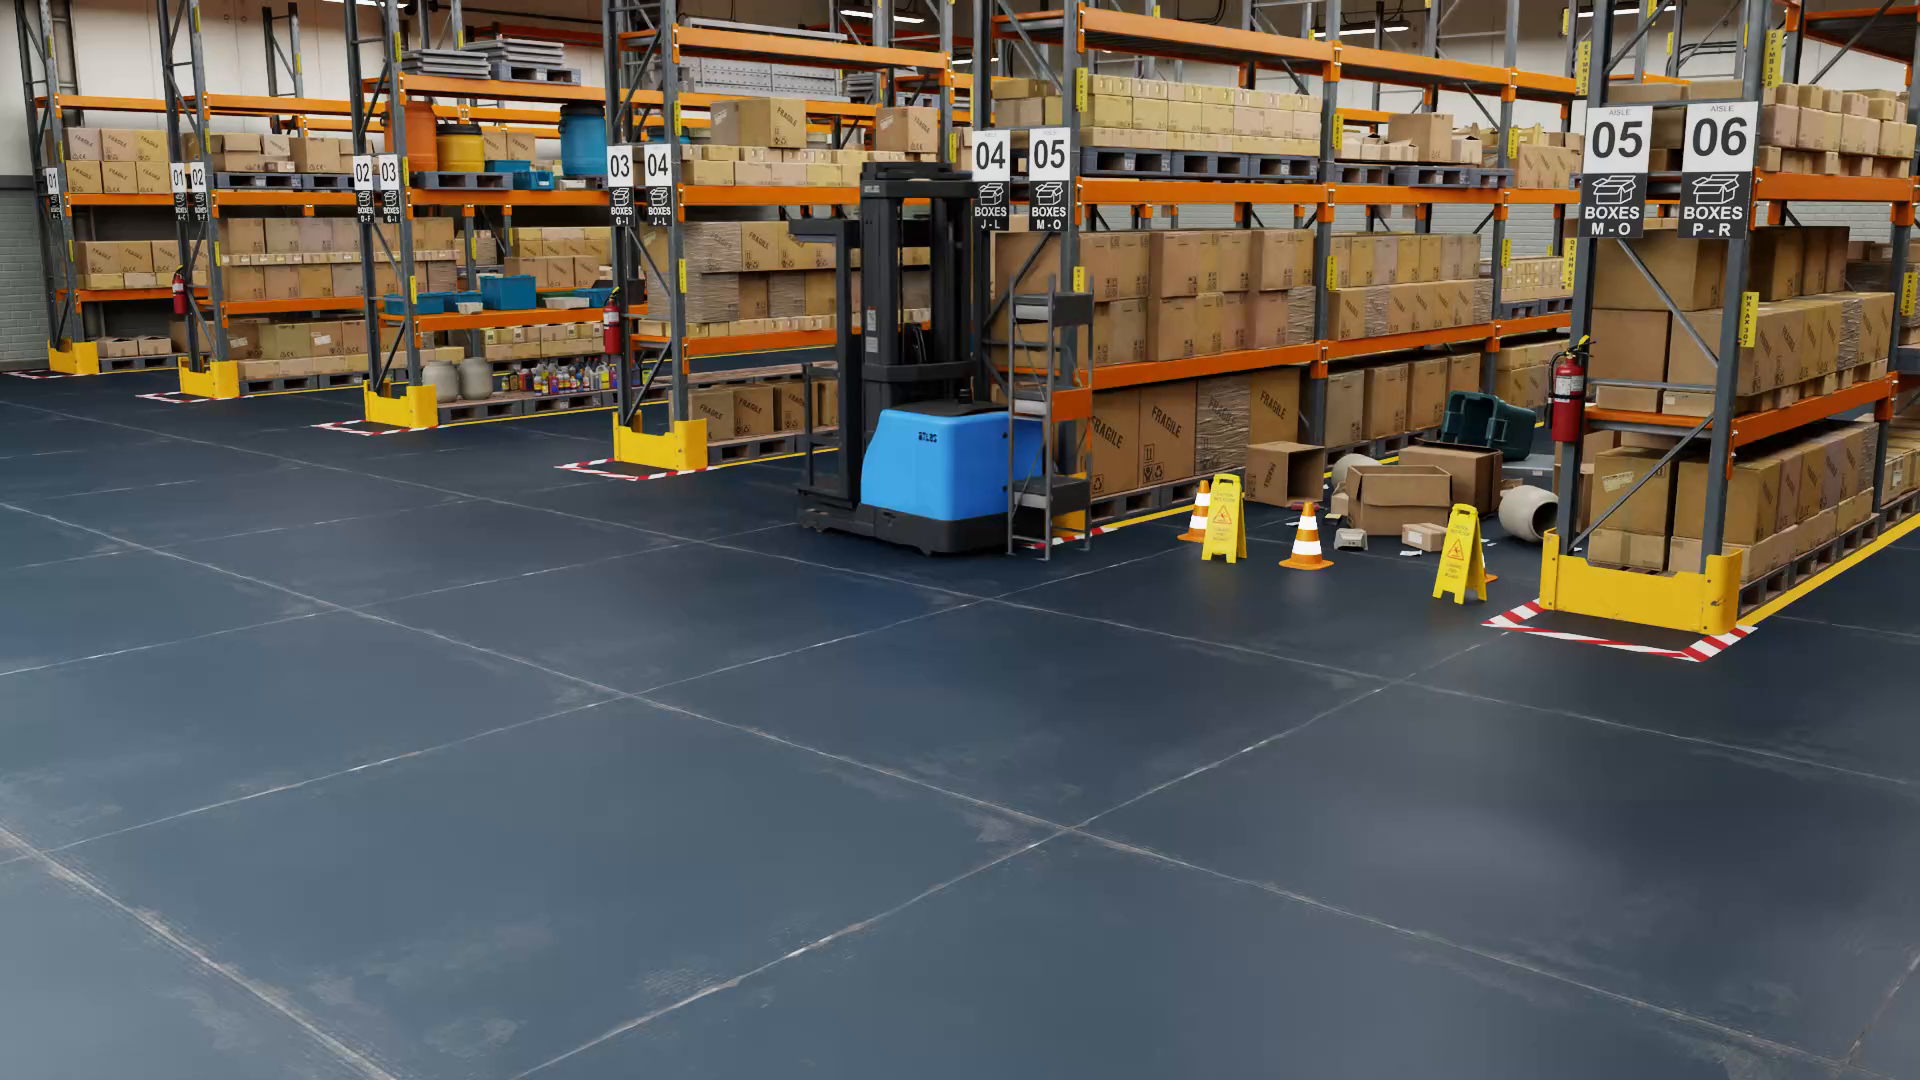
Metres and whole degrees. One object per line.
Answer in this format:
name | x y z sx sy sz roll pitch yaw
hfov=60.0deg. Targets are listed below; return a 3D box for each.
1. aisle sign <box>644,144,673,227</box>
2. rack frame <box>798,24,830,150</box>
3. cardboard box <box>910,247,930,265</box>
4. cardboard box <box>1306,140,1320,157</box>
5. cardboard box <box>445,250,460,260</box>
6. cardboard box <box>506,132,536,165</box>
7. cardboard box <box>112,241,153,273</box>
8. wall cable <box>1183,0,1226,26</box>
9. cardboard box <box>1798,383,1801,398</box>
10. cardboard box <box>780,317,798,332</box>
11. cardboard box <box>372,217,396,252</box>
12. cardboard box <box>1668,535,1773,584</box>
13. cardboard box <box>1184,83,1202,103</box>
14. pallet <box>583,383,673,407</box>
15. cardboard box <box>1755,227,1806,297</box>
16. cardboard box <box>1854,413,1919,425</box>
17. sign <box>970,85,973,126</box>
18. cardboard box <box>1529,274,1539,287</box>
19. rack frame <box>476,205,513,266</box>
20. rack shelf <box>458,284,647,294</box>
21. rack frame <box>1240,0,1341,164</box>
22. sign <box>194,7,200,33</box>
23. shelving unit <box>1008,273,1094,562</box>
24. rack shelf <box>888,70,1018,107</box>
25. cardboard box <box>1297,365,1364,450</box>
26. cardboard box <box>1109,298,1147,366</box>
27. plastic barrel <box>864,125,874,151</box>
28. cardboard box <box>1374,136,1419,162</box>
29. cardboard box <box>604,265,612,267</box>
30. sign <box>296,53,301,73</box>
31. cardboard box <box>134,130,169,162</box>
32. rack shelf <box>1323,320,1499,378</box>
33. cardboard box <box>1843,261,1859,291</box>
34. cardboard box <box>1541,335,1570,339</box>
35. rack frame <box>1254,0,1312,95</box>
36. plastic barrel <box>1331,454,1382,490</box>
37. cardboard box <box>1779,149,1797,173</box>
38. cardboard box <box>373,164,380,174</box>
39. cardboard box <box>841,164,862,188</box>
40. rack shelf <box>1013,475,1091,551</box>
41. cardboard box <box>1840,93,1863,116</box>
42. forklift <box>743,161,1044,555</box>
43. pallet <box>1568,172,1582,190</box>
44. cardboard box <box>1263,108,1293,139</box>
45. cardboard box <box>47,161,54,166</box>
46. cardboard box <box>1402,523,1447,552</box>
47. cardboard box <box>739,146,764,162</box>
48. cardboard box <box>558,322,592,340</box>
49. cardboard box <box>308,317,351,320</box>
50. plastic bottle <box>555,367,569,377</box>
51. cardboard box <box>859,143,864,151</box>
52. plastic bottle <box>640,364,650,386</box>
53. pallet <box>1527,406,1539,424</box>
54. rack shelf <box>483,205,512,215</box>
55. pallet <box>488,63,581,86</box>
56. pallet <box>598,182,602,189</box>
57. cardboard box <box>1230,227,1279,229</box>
aisle sign | -2.954 -3.473 16.305 0.394 0.787 0.004 10 15 40
rack frame | -2.656 -8.235 31.467 1.000 3.000 0.127 10 15 40
cardboard box | -0.589 -3.418 19.100 0.500 0.500 0.500 10 15 40
cardboard box | 3.160 -3.686 15.666 0.380 0.149 0.250 10 15 40
cardboard box | -7.956 -4.416 25.749 0.380 0.149 0.250 10 15 40
cardboard box | -7.142 -6.260 26.631 0.500 0.500 0.500 -10 15 -42
cardboard box | -13.427 -4.574 26.873 0.500 0.500 0.500 10 15 41
wall cable | 4.619 -12.684 37.162 3.097 2.526 0.112 10 15 40
cardboard box | 5.554 -1.053 11.467 0.380 0.149 0.250 10 15 42
cardboard box | -1.952 -2.319 17.805 0.380 0.149 0.250 10 15 40
cardboard box | -8.889 -4.587 24.952 0.700 0.500 0.500 10 15 40
cardboard box | 5.045 0.094 11.028 0.500 0.250 0.500 10 15 40
cardboard box | 1.820 -3.779 14.092 0.380 0.149 0.250 10 15 40
pallet | -4.694 -2.014 22.758 1.003 0.211 1.213 10 15 40
cardboard box | 5.787 -2.059 12.296 0.700 0.500 0.500 9 15 39
cardboard box | 9.206 -0.978 16.084 0.950 0.372 0.625 9 14 37
sign | 0.122 -3.529 13.503 0.100 0.325 0.005 10 15 40
cardboard box | 6.788 -3.158 20.174 0.380 0.149 0.250 10 15 41
rack frame | -9.020 -5.345 32.312 1.000 3.000 0.127 10 15 40
rack shelf | -6.617 -4.058 27.705 1.077 0.370 4.000 10 15 40
rack frame | 3.161 -5.121 15.873 1.000 3.000 0.127 10 15 40
sign | -10.165 -6.933 22.157 0.100 0.325 0.005 10 15 40
shelving unit | 0.681 -0.930 12.508 0.431 2.100 0.503 10 15 41
rack shelf | 0.822 -5.522 20.742 1.077 0.370 4.000 10 15 40
cardboard box | 3.503 -1.384 17.156 1.050 0.750 0.750 10 15 40
cardboard box | 1.078 -1.808 14.222 0.875 0.550 0.550 10 15 40
plastic barrel | -1.202 -6.034 25.938 0.600 0.830 0.708 10 15 40
cardboard box | 4.555 -4.087 17.371 0.396 0.266 0.258 10 15 40
cardboard box | -7.262 -5.552 33.941 0.380 0.149 0.250 9 15 39
sign | -11.265 -8.122 28.314 0.100 0.325 0.005 10 15 40
cardboard box | -13.166 -6.357 26.864 0.500 0.500 0.500 10 15 42
rack shelf | 4.481 -2.120 18.005 1.077 0.370 4.000 10 15 40
cardboard box | 7.078 -2.052 13.740 0.500 0.500 0.500 9 15 39
cardboard box | 7.790 -2.487 21.402 0.500 0.250 0.500 11 16 43
rack frame | 4.782 -6.954 25.052 1.000 3.000 0.127 10 15 40
plastic barrel | 3.564 -0.550 14.885 0.421 0.421 0.512 -2 11 -9
cardboard box | 5.075 -2.404 10.574 0.380 0.149 0.250 10 15 42
cardboard box | -8.528 -5.526 24.772 0.380 0.149 0.250 10 15 40
cardboard box | -1.288 -3.980 18.206 0.500 0.250 0.500 10 15 40
rack shelf | 0.680 -0.231 12.648 0.431 0.518 0.480 10 15 41
cardboard box | 5.949 -2.977 11.405 0.380 0.149 0.250 10 15 41
forklift | -0.681 -1.555 13.514 1.130 2.935 3.031 -9 15 -39
pallet | 7.272 -4.505 20.927 1.213 0.211 1.003 10 15 40
cardboard box | 2.695 -3.797 15.201 0.500 0.250 0.500 10 15 40
cardboard box | -14.216 -5.792 26.585 0.500 0.500 0.500 -11 16 -43
cardboard box | 3.653 -0.021 12.937 0.250 0.149 0.380 -4 12 -18
cardboard box | -2.232 -3.959 17.083 0.380 0.149 0.250 11 15 43
cardboard box | -6.464 -3.504 27.611 0.500 0.311 0.500 10 15 42
cardboard box | -9.467 -3.093 25.071 0.500 0.500 0.500 10 15 40
plastic bottle | -5.341 -2.184 22.321 0.152 0.276 0.135 10 15 40
cardboard box | -1.928 -7.435 32.312 0.700 0.500 0.500 10 15 40
plastic bottle | -4.289 -2.246 22.607 0.061 0.283 0.133 11 16 43
pallet | 6.318 -1.515 20.255 1.003 0.211 1.213 10 15 40
rack shelf | -7.700 -6.757 33.562 1.077 0.370 4.000 10 15 40
pallet | -5.547 -5.823 20.894 1.003 0.211 1.213 10 15 40
pallet | -6.414 -5.807 27.449 1.003 0.211 1.213 11 16 43
cardboard box | 4.367 -4.458 25.055 0.797 0.503 0.637 9 15 39
